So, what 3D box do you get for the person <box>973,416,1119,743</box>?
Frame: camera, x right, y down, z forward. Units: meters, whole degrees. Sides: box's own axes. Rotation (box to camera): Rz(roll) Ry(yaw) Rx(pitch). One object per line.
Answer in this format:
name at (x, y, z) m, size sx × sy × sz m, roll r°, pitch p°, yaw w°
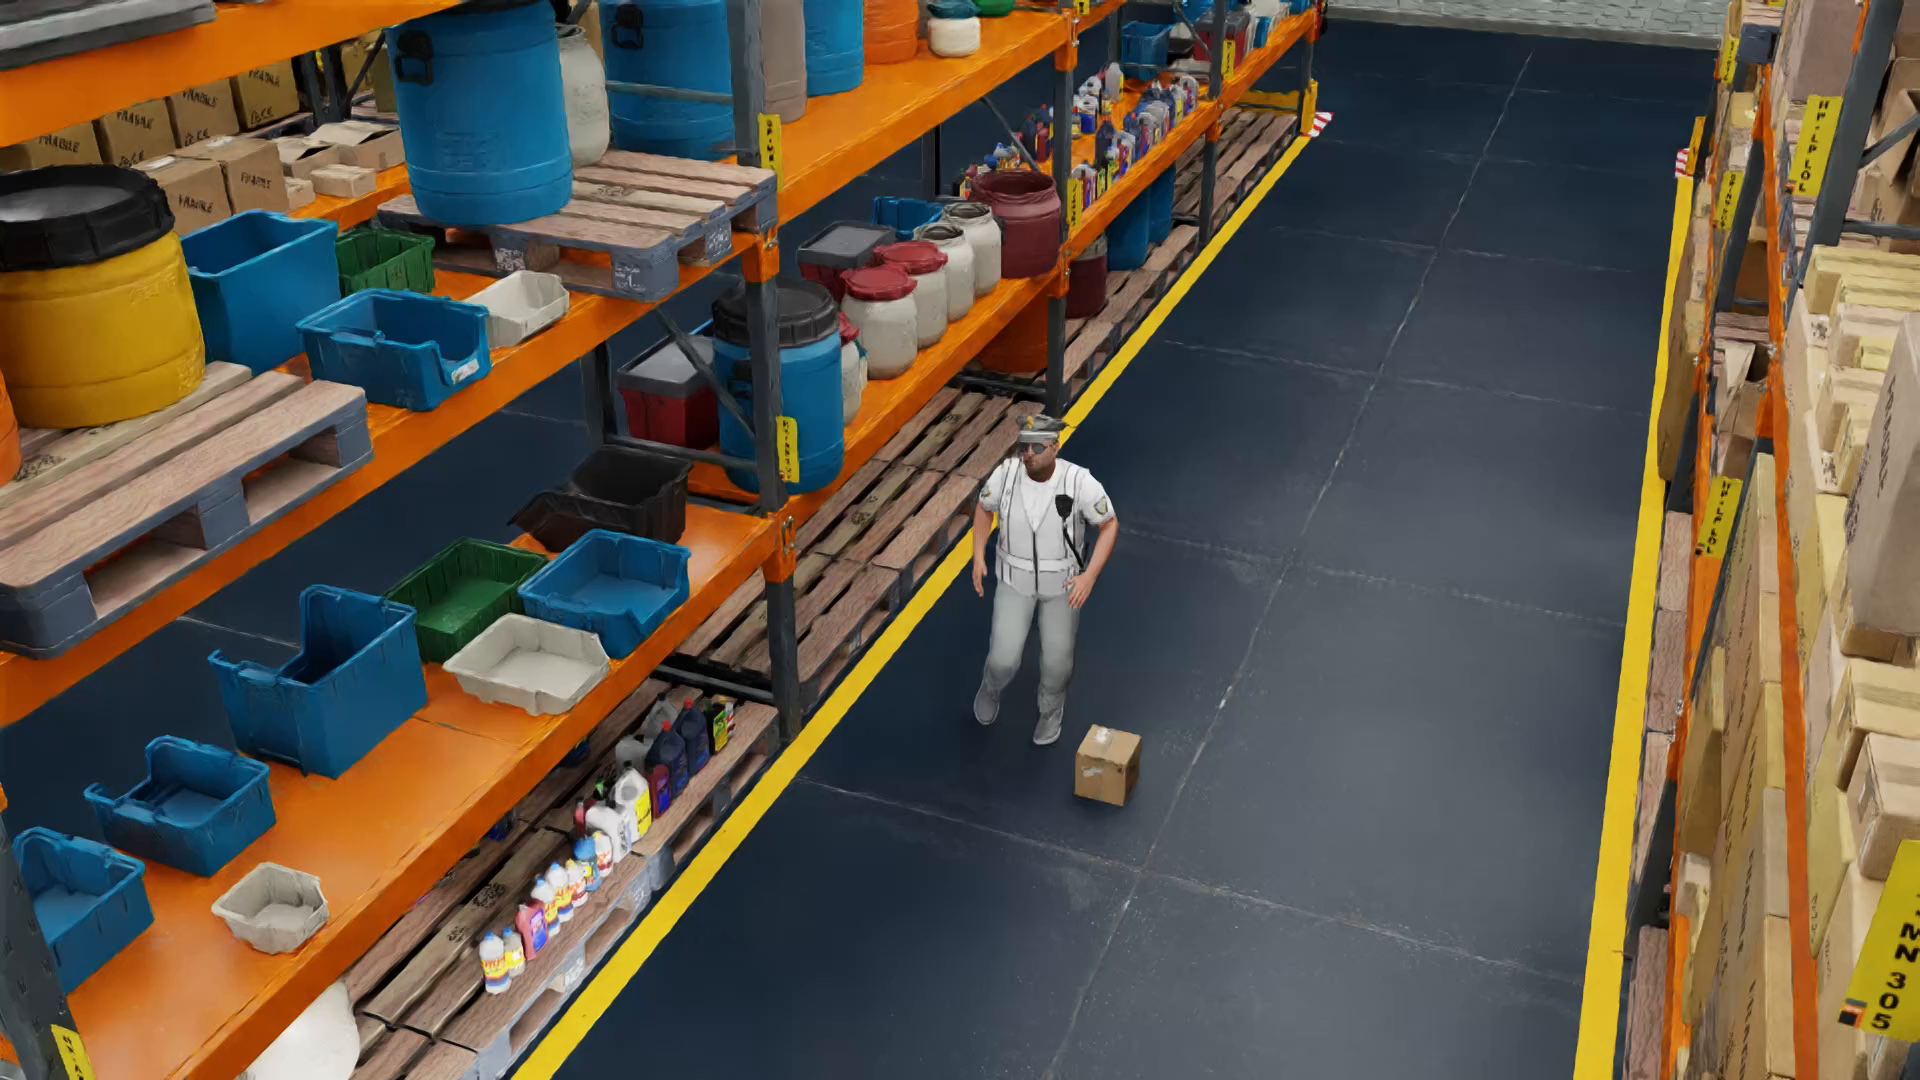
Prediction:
person at (0.407, 0.206, 8.040) m, size 0.694 × 1.753 × 0.527 m, roll 2°, pitch 29°, yaw 3°
